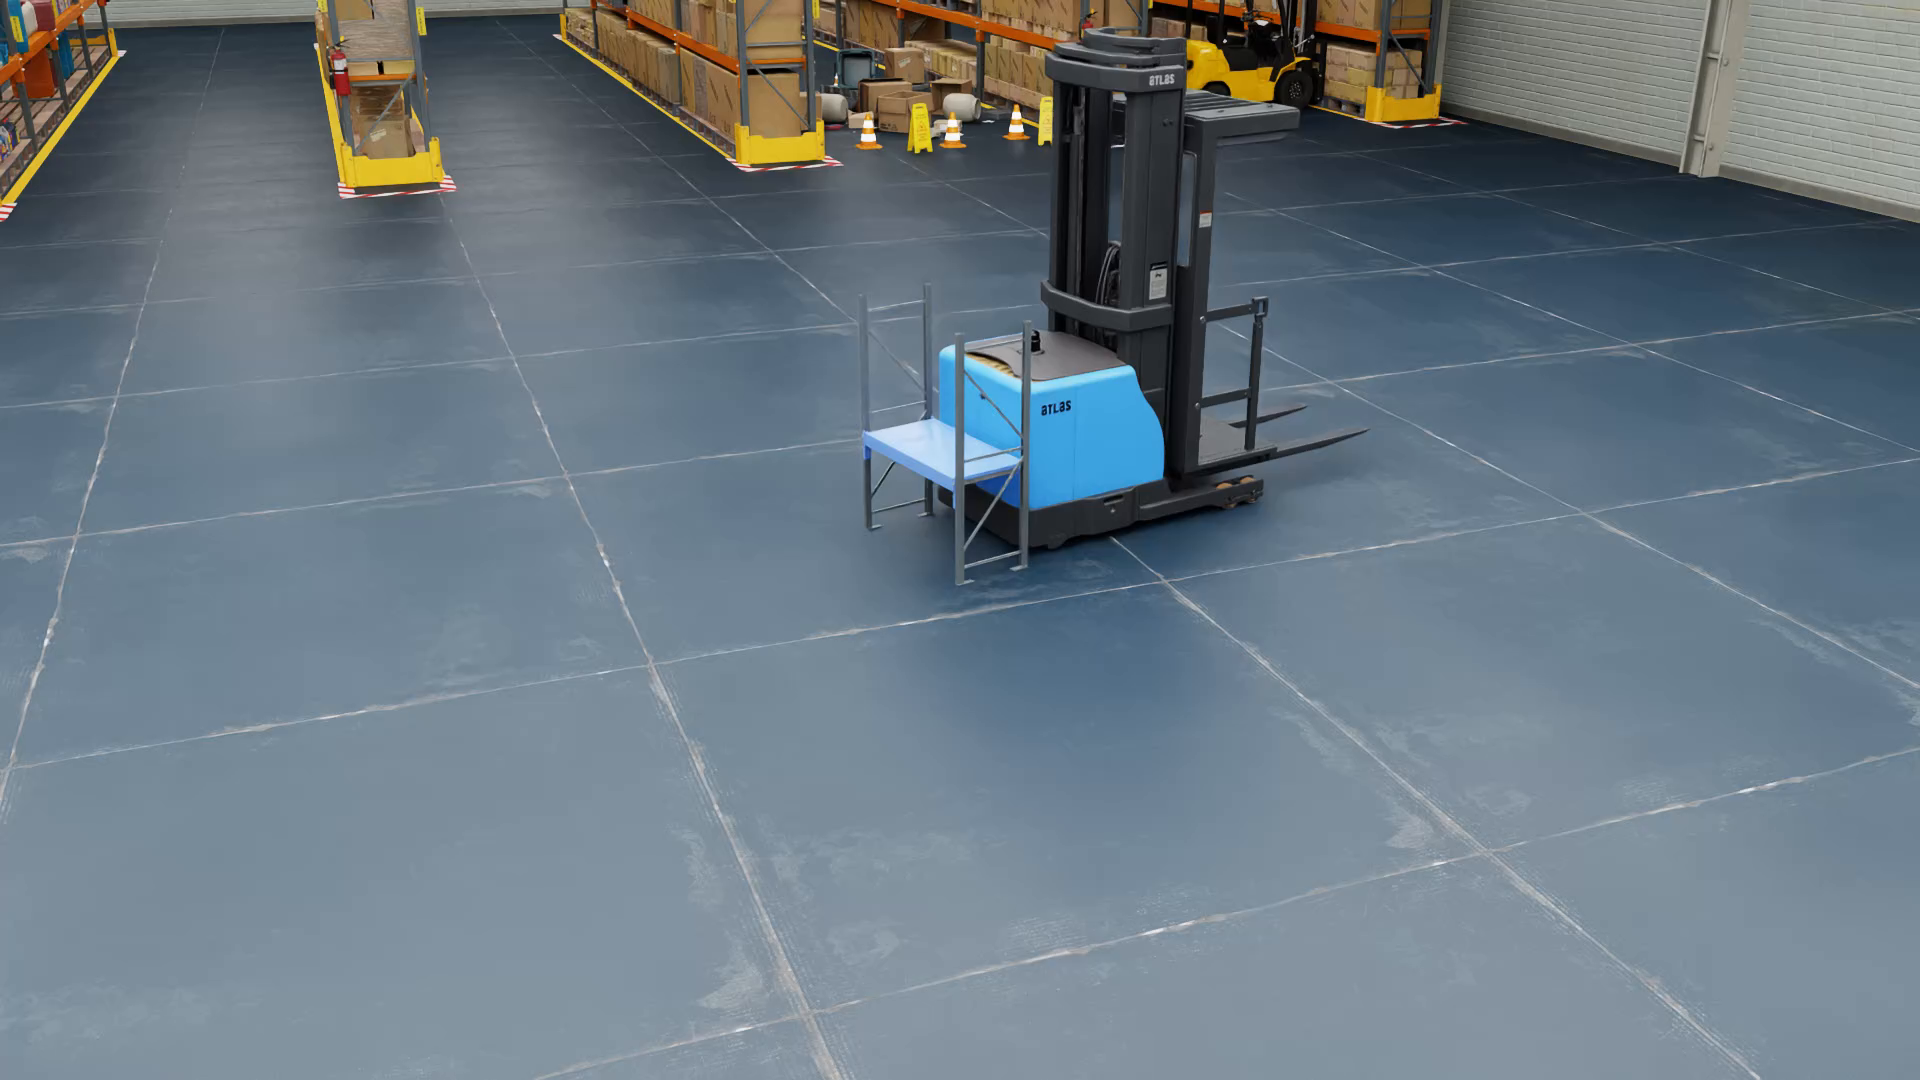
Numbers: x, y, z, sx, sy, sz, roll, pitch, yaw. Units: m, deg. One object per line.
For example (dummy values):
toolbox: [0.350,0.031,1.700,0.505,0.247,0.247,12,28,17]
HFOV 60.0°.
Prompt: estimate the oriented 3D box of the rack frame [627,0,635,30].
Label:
rack frame: [-5.245,-9.414,28.724,1.000,3.000,0.127,-8,24,-19]

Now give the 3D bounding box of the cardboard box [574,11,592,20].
cardboard box: [-7.860,-10.966,34.770,0.380,0.149,0.250,-10,25,-22]

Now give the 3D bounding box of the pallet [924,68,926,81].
pallet: [-0.376,-8.561,30.290,1.003,0.211,1.213,-8,24,-19]

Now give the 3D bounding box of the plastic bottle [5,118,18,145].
plastic bottle: [-12.645,-5.425,22.103,0.144,0.351,0.185,-9,24,-20]

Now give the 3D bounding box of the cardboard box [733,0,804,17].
cardboard box: [-2.514,-7.214,21.921,0.875,0.550,0.550,-8,24,-19]

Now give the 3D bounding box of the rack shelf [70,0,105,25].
rack shelf: [-16.675,-9.939,30.896,1.077,0.370,4.000,-8,24,-19]

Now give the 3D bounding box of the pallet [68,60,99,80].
pallet: [-16.264,-8.521,30.195,1.003,0.211,1.213,-8,24,-19]

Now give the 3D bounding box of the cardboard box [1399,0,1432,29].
cardboard box: [6.903,-8.170,25.643,0.500,0.500,0.500,-8,24,-17]

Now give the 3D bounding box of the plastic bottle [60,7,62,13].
plastic bottle: [-15.023,-8.866,27.680,0.097,0.201,0.097,0,23,0]

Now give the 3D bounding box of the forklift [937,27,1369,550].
forklift: [1.376,-1.709,10.530,3.031,2.935,1.130,-14,26,-29]

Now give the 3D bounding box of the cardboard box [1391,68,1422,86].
cardboard box: [6.846,-7.262,25.973,0.500,0.250,0.500,-8,24,-18]

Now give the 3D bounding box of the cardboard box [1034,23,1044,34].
cardboard box: [1.326,-7.669,24.907,0.380,0.149,0.250,-9,24,-20]

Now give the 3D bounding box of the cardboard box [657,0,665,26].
cardboard box: [-4.445,-8.343,26.054,0.500,0.500,0.500,-9,24,-20]

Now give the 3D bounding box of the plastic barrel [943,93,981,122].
plastic barrel: [0.030,-6.579,25.314,0.512,0.421,0.421,8,24,18]

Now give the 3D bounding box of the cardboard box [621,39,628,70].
cardboard box: [-5.723,-8.659,29.610,0.500,0.500,0.500,-8,24,-19]

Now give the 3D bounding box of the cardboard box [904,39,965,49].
cardboard box: [-0.460,-8.906,30.361,0.950,0.372,0.625,-10,25,-23]

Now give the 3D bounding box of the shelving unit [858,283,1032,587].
shelving unit: [-0.101,-0.644,9.847,0.538,1.500,1.048,-15,27,-31]

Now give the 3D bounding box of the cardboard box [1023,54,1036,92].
cardboard box: [1.290,-7.124,25.324,0.500,0.500,0.500,-9,24,-20]

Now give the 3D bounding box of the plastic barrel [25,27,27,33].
plastic barrel: [-13.534,-7.344,23.638,0.433,0.535,0.433,0,23,0]

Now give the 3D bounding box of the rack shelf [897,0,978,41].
rack shelf: [0.056,-9.072,28.838,1.077,0.370,4.000,-8,24,-19]

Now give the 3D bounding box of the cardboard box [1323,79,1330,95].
cardboard box: [6.022,-7.324,26.765,0.500,0.250,0.500,-8,24,-18]

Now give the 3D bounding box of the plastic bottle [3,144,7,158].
plastic bottle: [-12.269,-4.996,21.277,0.097,0.201,0.097,0,23,0]

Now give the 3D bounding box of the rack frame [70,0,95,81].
rack frame: [-15.968,-9.544,29.032,1.000,3.000,0.127,-8,24,-19]

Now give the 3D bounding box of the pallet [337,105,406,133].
pallet: [-8.785,-6.315,24.960,1.003,0.211,1.213,-8,24,-19]

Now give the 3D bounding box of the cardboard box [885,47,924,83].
cardboard box: [-0.892,-7.619,26.707,0.500,0.500,0.500,-8,24,-19]

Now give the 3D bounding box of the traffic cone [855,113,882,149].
traffic cone: [-1.278,-5.726,23.240,0.336,0.463,0.334,-8,24,-19]

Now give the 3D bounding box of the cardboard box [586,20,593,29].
cardboard box: [-7.250,-10.292,33.170,0.380,0.149,0.250,-9,24,-19]

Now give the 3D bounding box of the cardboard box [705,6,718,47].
cardboard box: [-3.114,-7.309,23.537,0.875,0.550,0.500,-8,24,-19]

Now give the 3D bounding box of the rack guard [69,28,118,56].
rack guard: [-17.402,-9.853,32.983,1.175,0.500,0.348,-8,24,-19]

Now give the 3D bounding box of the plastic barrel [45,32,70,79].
plastic barrel: [-15.542,-8.313,28.273,0.600,0.901,0.708,-8,24,-19]

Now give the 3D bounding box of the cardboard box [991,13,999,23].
cardboard box: [0.712,-8.318,26.446,0.380,0.149,0.250,-8,24,-17]

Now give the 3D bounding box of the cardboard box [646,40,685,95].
cardboard box: [-4.473,-7.682,26.970,1.050,0.750,0.750,-8,24,-19]

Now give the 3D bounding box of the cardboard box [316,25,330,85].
cardboard box: [-10.146,-8.238,28.129,1.225,0.875,0.875,-10,25,-21]

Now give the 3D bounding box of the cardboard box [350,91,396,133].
cardboard box: [-8.195,-6.001,23.303,0.500,0.500,0.500,-1,23,-2]

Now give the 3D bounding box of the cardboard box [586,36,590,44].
cardboard box: [-7.283,-10.036,33.329,0.380,0.149,0.250,-9,25,-21]

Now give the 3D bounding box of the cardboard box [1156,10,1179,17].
cardboard box: [4.099,-10.385,32.870,0.380,0.149,0.250,-7,24,-16]

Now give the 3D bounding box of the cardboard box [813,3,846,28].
cardboard box: [-2.819,-11.492,36.412,0.875,0.438,0.875,-8,24,-18]

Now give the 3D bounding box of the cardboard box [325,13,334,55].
cardboard box: [-7.553,-6.415,21.098,0.875,0.500,0.500,-8,24,-19]

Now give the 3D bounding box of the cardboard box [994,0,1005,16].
cardboard box: [0.857,-8.482,26.002,0.500,0.500,0.500,-8,24,-19]

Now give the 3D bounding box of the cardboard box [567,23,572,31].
cardboard box: [-8.186,-10.966,35.537,0.380,0.149,0.250,-8,24,-18]

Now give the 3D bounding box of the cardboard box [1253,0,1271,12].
cardboard box: [5.318,-9.208,28.106,0.500,0.500,0.500,-9,24,-20]

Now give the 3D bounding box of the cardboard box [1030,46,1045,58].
cardboard box: [1.279,-7.361,25.052,0.380,0.149,0.250,-7,24,-17]

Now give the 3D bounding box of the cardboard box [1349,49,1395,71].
cardboard box: [6.364,-7.417,25.698,0.500,0.250,0.500,-8,24,-17]

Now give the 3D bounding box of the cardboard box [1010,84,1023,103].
cardboard box: [1.108,-6.967,25.917,0.500,0.250,0.500,-9,24,-20]

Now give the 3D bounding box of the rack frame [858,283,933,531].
rack frame: [-0.388,-0.807,10.234,0.500,1.500,0.032,-15,27,-31]

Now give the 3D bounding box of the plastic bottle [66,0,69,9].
plastic bottle: [-15.397,-9.255,28.507,0.152,0.276,0.135,-8,24,-19]

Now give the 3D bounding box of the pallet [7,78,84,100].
pallet: [-15.300,-7.529,27.842,1.003,0.211,1.213,-8,24,-19]

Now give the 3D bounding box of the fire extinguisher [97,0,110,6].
fire extinguisher: [-17.009,-10.907,32.846,0.296,0.674,0.183,-8,24,-19]

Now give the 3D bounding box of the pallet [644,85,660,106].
pallet: [-4.610,-7.390,27.511,1.003,0.211,1.213,-8,24,-19]

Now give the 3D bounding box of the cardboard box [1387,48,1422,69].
cardboard box: [6.825,-7.493,25.879,0.500,0.250,0.500,-9,24,-20]

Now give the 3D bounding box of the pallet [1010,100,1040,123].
pallet: [1.468,-6.708,25.895,1.003,0.211,1.213,-8,24,-19]

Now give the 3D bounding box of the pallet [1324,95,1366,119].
pallet: [6.509,-6.893,26.332,1.003,0.211,1.213,-8,24,-19]

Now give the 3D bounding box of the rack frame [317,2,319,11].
rack frame: [-12.747,-11.677,34.093,1.000,3.000,0.127,-8,24,-19]

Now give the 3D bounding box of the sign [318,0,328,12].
sign: [-7.622,-6.474,19.850,0.100,0.325,0.005,-8,24,-19]
